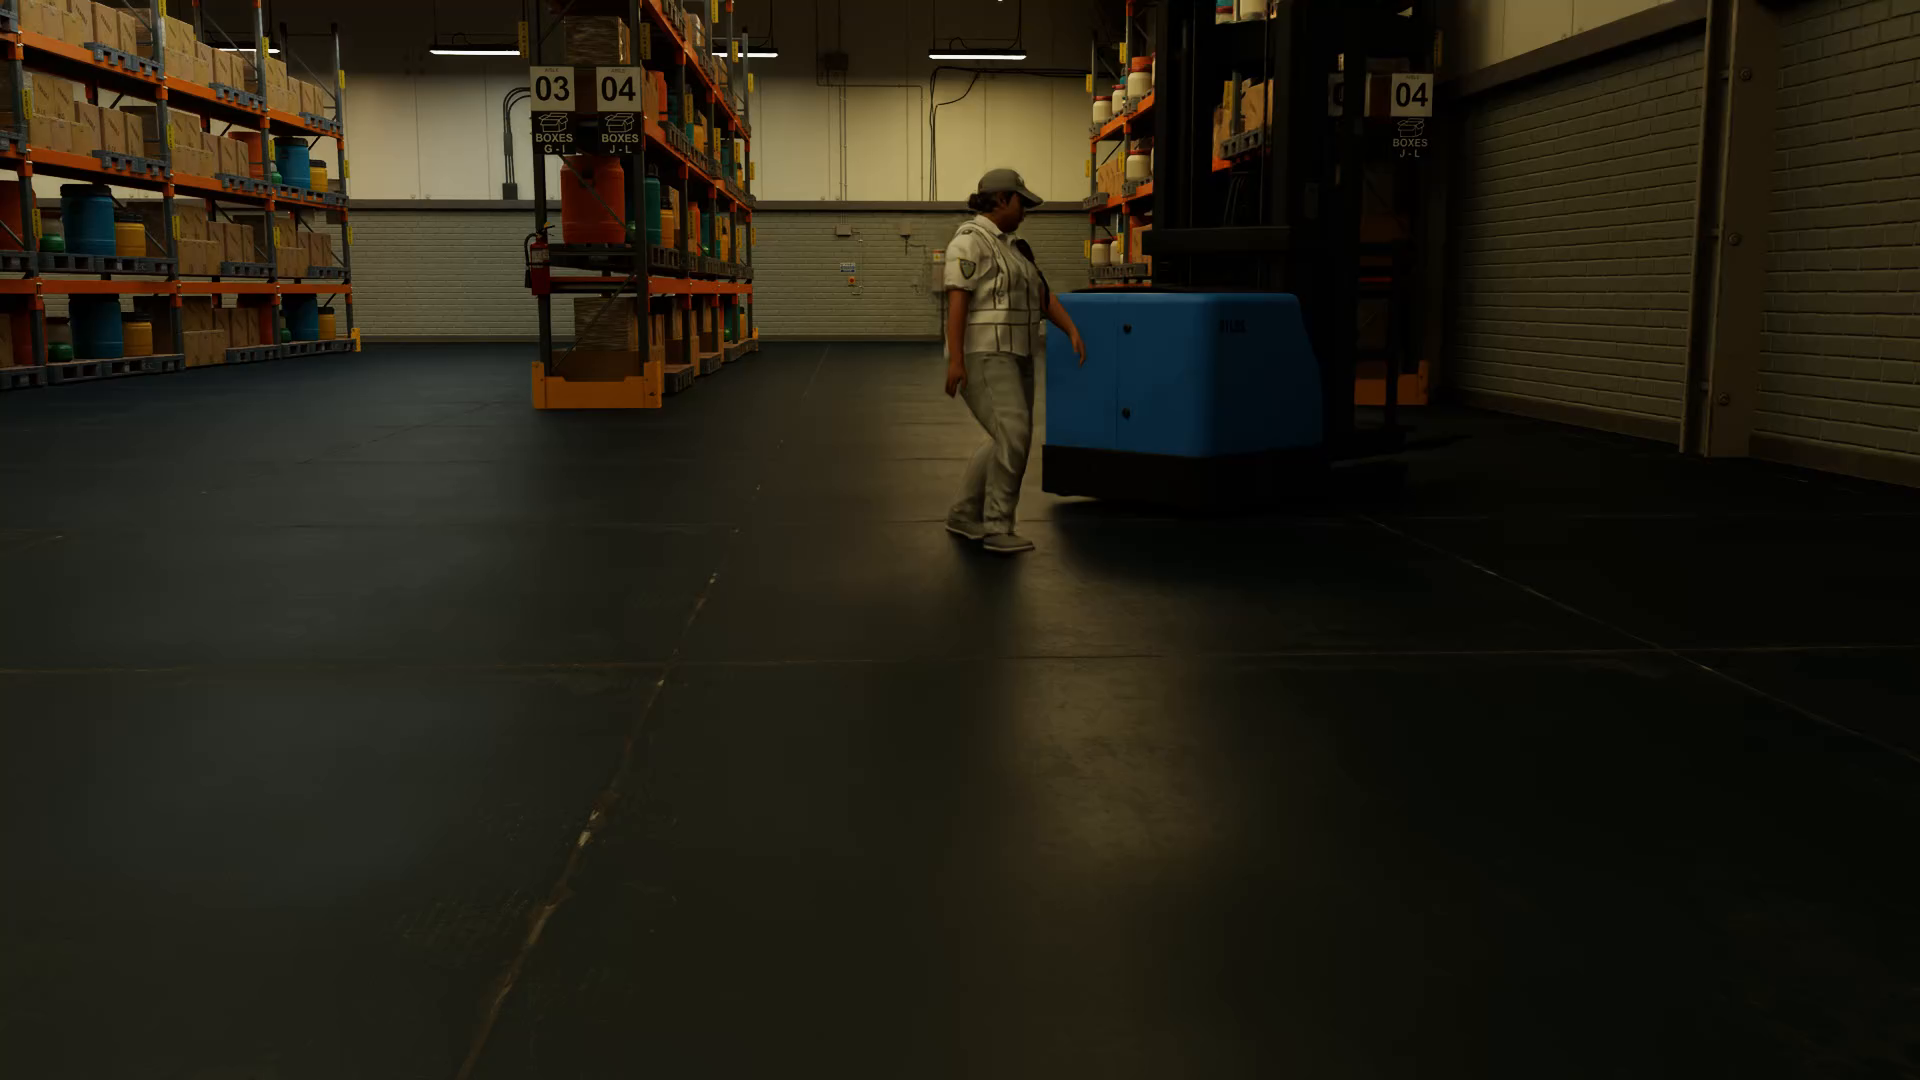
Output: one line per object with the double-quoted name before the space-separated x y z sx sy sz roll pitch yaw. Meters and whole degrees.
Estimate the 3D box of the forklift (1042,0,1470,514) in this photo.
"forklift" 1.802 -1.737 9.032 1.130 2.935 3.031 8 12 43

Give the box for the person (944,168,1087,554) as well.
"person" 0.158 -0.764 7.034 0.702 1.599 0.619 4 9 26
